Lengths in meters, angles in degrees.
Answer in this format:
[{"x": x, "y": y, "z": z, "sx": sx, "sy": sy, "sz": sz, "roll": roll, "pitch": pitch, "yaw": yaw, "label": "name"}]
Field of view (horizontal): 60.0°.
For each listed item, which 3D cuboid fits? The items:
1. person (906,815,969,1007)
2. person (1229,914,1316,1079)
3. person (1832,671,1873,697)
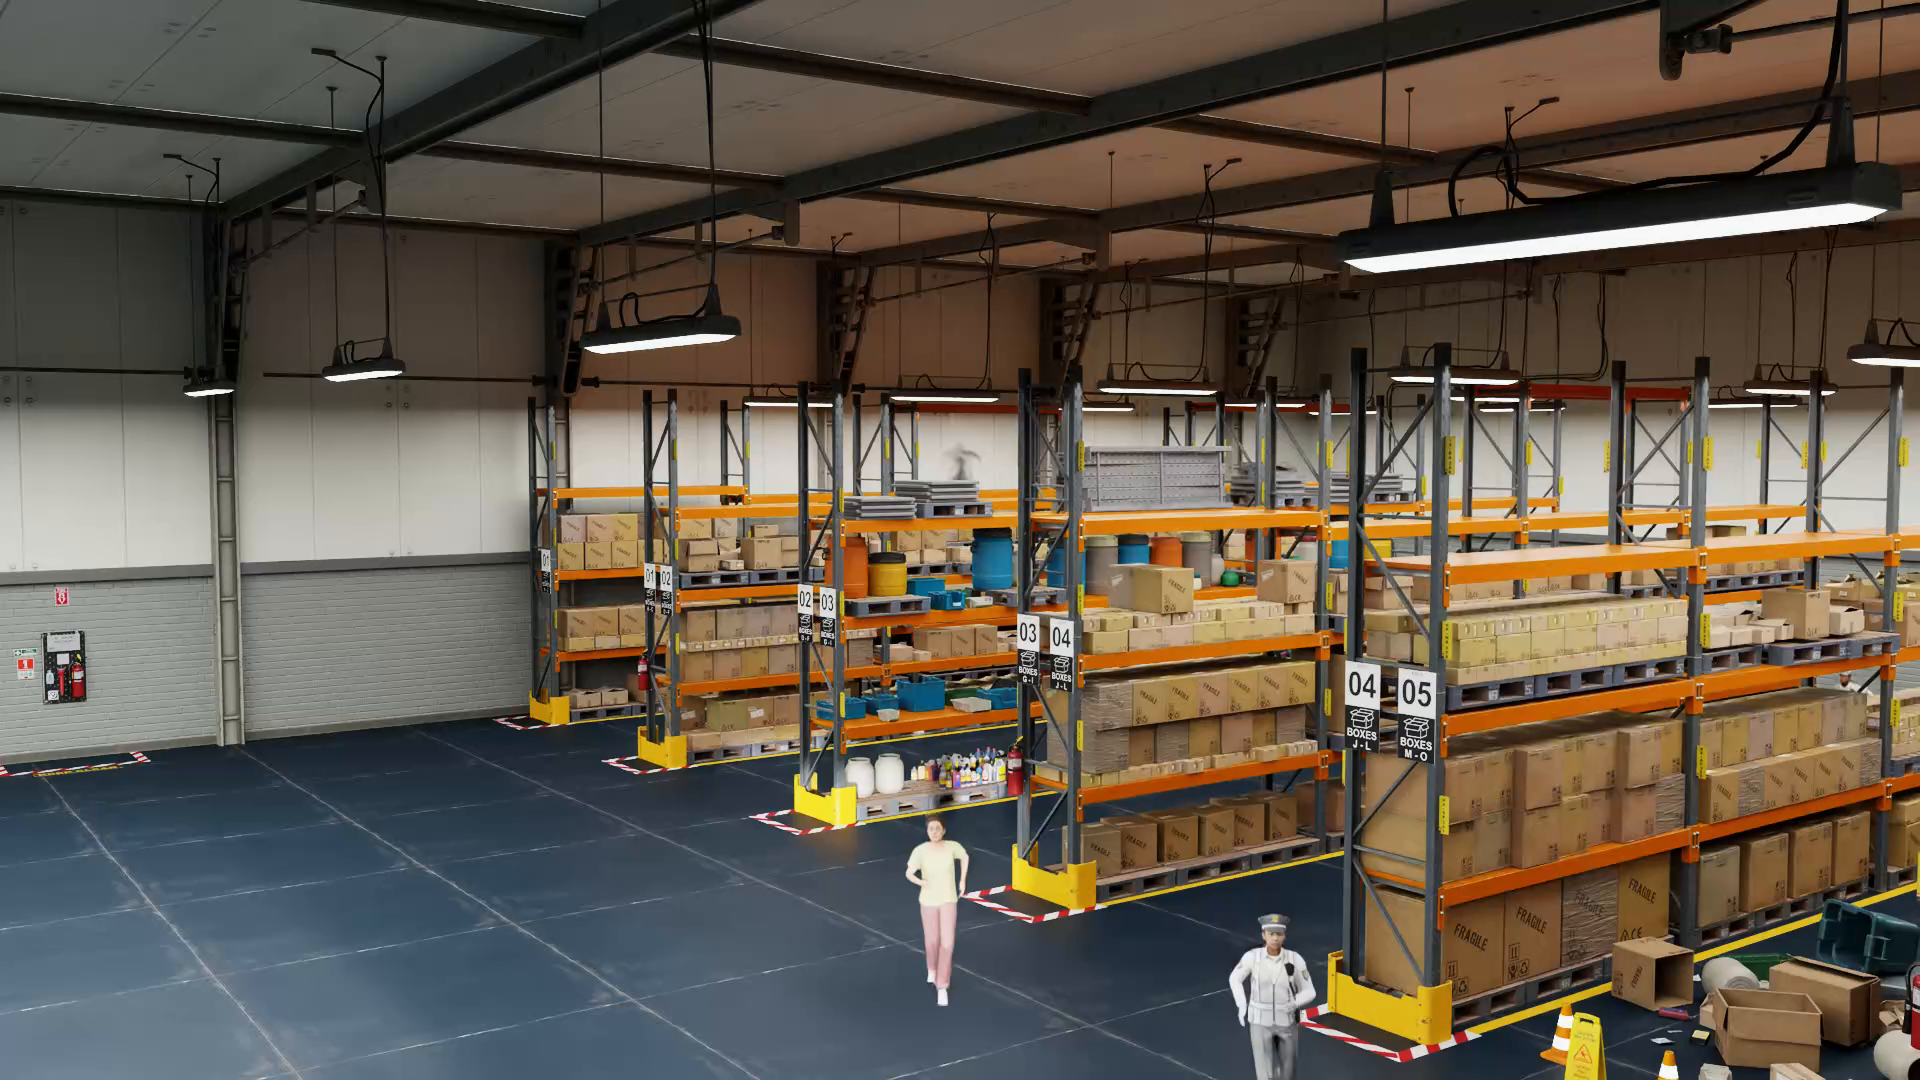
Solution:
[{"x": -0.215, "y": 3.420, "z": 15.549, "sx": 0.580, "sy": 1.715, "sz": 0.766, "roll": 0, "pitch": 3, "yaw": 3, "label": "person"}, {"x": 2.324, "y": 3.588, "z": 12.365, "sx": 0.625, "sy": 1.667, "sz": 0.863, "roll": 0, "pitch": 3, "yaw": 5, "label": "person"}, {"x": 13.812, "y": 2.812, "z": 25.914, "sx": 0.619, "sy": 1.622, "sz": 0.597, "roll": -2, "pitch": 4, "yaw": -29, "label": "person"}]
